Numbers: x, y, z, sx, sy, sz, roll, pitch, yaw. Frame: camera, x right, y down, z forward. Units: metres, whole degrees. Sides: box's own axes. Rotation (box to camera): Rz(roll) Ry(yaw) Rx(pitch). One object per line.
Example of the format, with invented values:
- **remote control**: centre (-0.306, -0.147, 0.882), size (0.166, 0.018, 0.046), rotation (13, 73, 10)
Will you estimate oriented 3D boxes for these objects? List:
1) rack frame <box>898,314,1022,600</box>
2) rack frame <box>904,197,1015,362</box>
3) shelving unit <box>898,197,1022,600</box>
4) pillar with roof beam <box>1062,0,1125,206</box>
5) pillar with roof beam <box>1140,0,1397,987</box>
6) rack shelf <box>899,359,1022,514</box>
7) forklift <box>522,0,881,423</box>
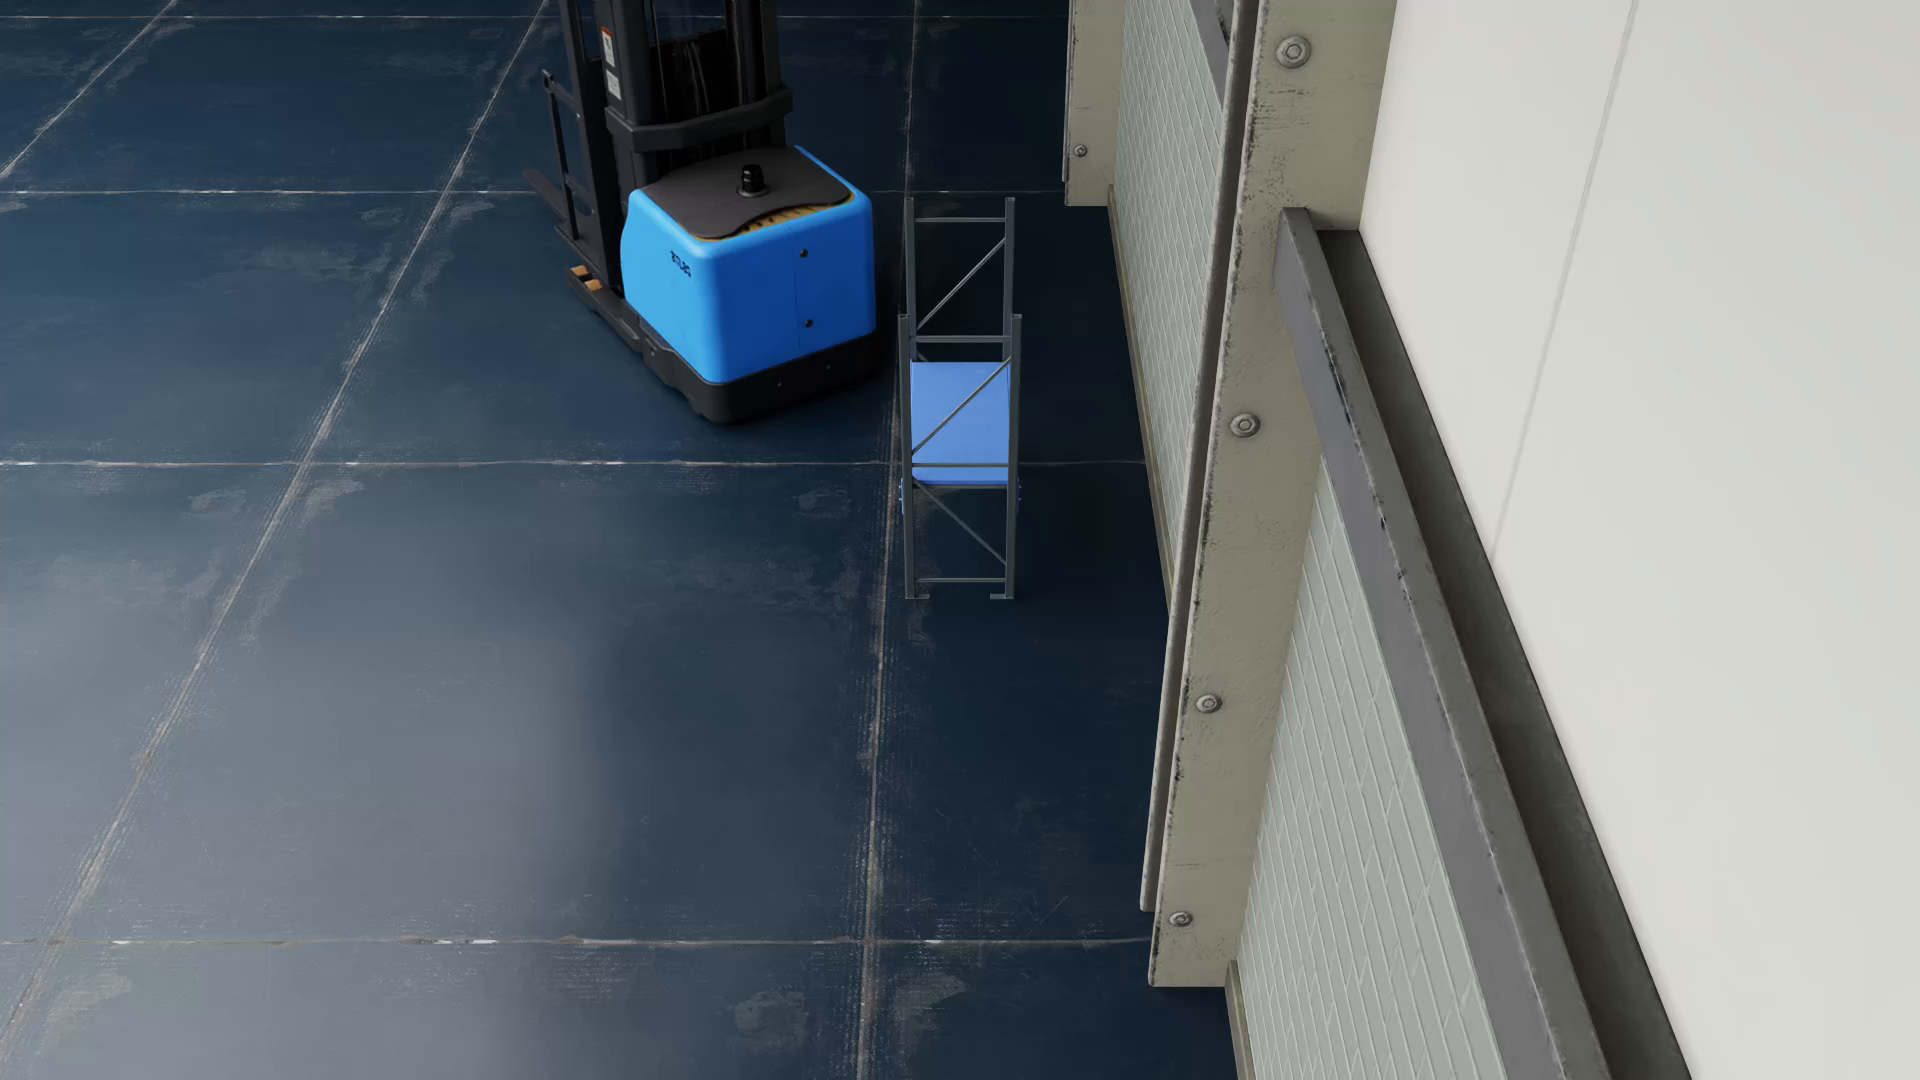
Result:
- **rack frame**: centre (0.000, -0.321, 7.196), size (0.500, 1.500, 0.032), rotation (0, 39, 0)
- **rack frame**: centre (-0.001, -0.956, 7.990), size (0.500, 1.500, 0.032), rotation (0, 39, 0)
- **shelving unit**: centre (0.000, -0.639, 7.593), size (0.538, 1.500, 1.048), rotation (0, 39, 0)
- **pillar with roof beam**: centre (-3.476, -5.777, 8.009), size (9.100, 9.000, 0.400), rotation (0, 39, 0)
- **pillar with roof beam**: centre (-3.469, -2.025, 3.327), size (9.100, 9.000, 0.400), rotation (0, 39, 0)
- **rack shelf**: centre (0.000, -0.498, 7.706), size (0.538, 0.185, 1.000), rotation (0, 39, 0)
- **forklift**: centre (-1.666, -2.639, 8.944), size (1.130, 2.935, 3.031), rotation (-23, 44, -26)
